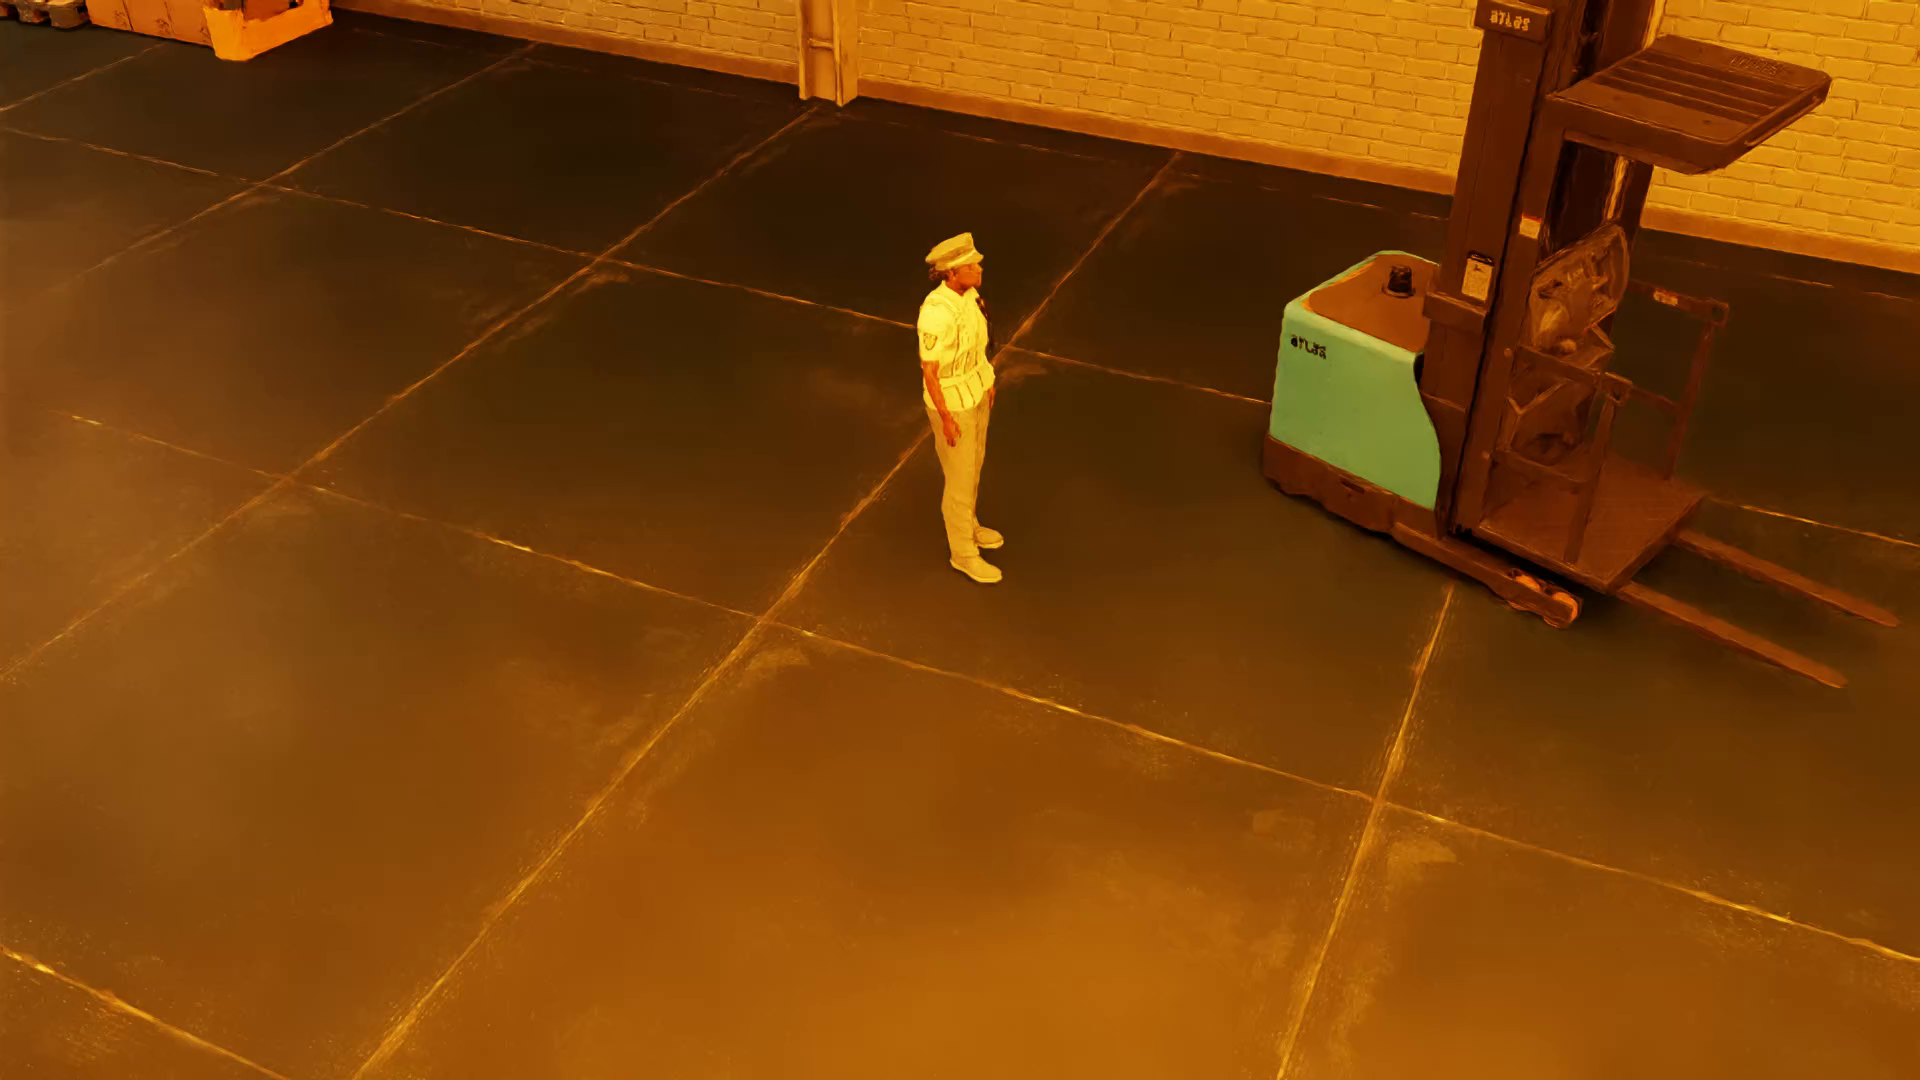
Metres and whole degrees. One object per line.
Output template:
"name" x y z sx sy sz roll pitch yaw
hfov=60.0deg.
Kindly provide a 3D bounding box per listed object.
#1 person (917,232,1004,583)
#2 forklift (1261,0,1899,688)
"person" 0.060 -0.667 8.075 0.529 1.693 0.570 15 38 20
"forklift" 3.036 -1.115 7.650 3.031 2.935 1.130 30 45 35
